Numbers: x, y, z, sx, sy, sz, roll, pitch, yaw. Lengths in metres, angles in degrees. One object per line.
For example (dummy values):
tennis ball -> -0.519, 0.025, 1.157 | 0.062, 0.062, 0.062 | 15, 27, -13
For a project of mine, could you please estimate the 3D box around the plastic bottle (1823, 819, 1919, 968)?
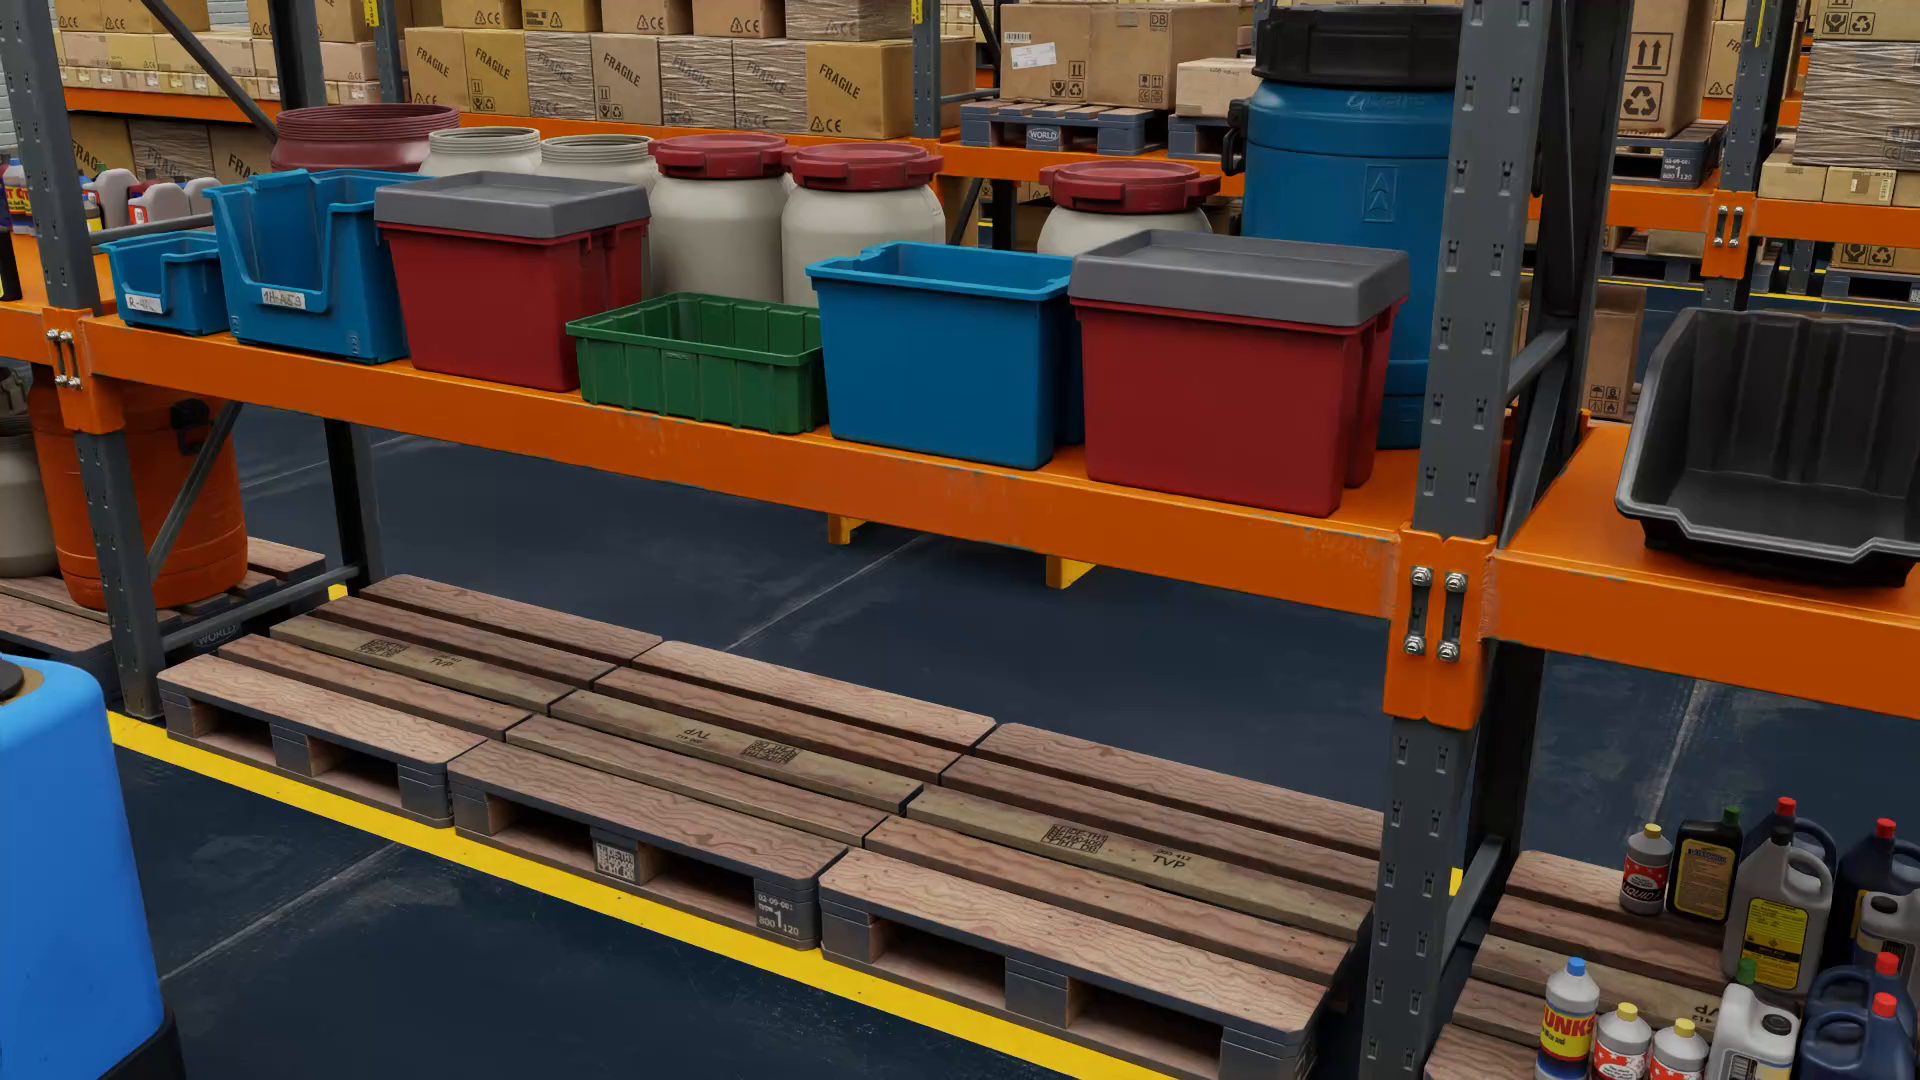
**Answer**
plastic bottle -> 1.991, 0.769, 3.585 | 0.185, 0.351, 0.144 | 10, 22, 25

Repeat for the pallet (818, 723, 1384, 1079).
pallet -> 0.416, 0.869, 4.159 | 1.213, 0.211, 1.003 | 11, 23, 27

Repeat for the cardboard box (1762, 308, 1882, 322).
cardboard box -> 3.866, -0.741, 7.559 | 0.500, 0.500, 0.500 | 10, 22, 26

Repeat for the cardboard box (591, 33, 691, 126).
cardboard box -> -1.839, -2.772, 9.963 | 0.500, 0.500, 0.500 | 11, 23, 28

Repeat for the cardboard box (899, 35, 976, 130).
cardboard box -> -0.247, -2.671, 9.683 | 0.500, 0.500, 0.500 | 12, 23, 29

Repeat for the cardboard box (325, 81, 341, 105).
cardboard box -> -4.099, -3.005, 11.120 | 0.250, 0.149, 0.380 | 11, 23, 28

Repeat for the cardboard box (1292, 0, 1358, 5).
cardboard box -> 2.938, -4.361, 12.877 | 0.500, 0.500, 0.700 | 11, 23, 27

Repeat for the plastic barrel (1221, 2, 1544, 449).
plastic barrel -> 0.931, -0.713, 3.696 | 0.708, 0.901, 0.600 | 11, 23, 27

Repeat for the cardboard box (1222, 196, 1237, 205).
cardboard box -> 2.058, -3.138, 14.167 | 0.500, 0.500, 0.500 | 10, 22, 25

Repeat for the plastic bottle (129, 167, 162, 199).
plastic bottle -> -2.856, -1.169, 5.861 | 0.133, 0.283, 0.061 | 11, 23, 27

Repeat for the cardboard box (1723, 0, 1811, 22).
cardboard box -> 5.607, -3.855, 11.480 | 0.500, 0.500, 0.700 | 10, 22, 26

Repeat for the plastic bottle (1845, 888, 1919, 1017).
plastic bottle -> 1.941, 0.853, 3.465 | 0.135, 0.276, 0.152 | 11, 23, 27

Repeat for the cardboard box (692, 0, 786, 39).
cardboard box -> -1.154, -3.216, 9.715 | 0.637, 0.503, 0.797 | 11, 23, 29

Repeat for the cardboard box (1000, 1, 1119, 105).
cardboard box -> 0.535, -2.629, 8.951 | 0.500, 0.500, 0.500 | 8, 21, 21

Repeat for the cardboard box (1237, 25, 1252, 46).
cardboard box -> 2.259, -4.136, 13.620 | 0.250, 0.149, 0.380 | 10, 22, 27

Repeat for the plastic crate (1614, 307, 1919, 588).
plastic crate -> 1.516, -0.168, 3.022 | 0.504, 0.338, 0.767 | 11, 23, 27

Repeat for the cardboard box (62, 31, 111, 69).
cardboard box -> -6.196, -3.617, 12.222 | 0.500, 0.250, 0.500 | 10, 22, 27

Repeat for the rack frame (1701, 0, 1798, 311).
rack frame -> 3.536, -1.797, 7.420 | 0.127, 3.000, 1.000 | 11, 23, 27

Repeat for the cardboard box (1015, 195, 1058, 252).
cardboard box -> 0.644, -1.744, 9.195 | 0.500, 0.250, 0.500 | 12, 23, 29

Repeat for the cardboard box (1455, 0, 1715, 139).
cardboard box -> 2.911, -2.450, 7.725 | 1.000, 1.000, 1.000 | 11, 23, 28

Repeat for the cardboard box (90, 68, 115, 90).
cardboard box -> -6.114, -3.389, 12.179 | 0.250, 0.149, 0.380 | 10, 22, 26

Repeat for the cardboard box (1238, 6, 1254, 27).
cardboard box -> 2.227, -4.281, 13.585 | 0.250, 0.149, 0.380 | 12, 23, 30

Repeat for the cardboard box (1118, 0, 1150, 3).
cardboard box -> 1.453, -4.312, 13.234 | 0.250, 0.149, 0.380 | 12, 23, 29

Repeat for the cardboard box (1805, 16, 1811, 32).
cardboard box -> 7.785, -4.830, 15.534 | 0.250, 0.149, 0.380 | 11, 23, 28

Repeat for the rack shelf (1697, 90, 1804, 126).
rack shelf -> 4.297, -3.251, 12.484 | 4.000, 0.370, 1.077 | 11, 23, 27

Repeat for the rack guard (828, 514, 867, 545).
rack guard -> -0.368, -0.188, 7.016 | 0.087, 0.250, 0.587 | 11, 23, 27

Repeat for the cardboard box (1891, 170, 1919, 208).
cardboard box -> 4.021, -1.475, 6.900 | 0.250, 0.149, 0.380 | 11, 23, 27

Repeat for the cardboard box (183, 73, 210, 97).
cardboard box -> -5.218, -3.219, 11.708 | 0.250, 0.149, 0.380 | 11, 23, 28

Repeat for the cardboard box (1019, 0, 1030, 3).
cardboard box -> 0.545, -4.485, 13.711 | 0.250, 0.149, 0.380 | 12, 23, 29

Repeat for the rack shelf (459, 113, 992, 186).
rack shelf -> -1.702, -2.457, 10.294 | 4.000, 0.370, 1.077 | 11, 23, 27

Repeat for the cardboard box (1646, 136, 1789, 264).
cardboard box -> 5.458, -2.473, 11.967 | 0.750, 0.750, 1.050 | 11, 23, 27

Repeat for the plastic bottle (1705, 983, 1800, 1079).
plastic bottle -> 1.481, 0.980, 3.113 | 0.135, 0.276, 0.152 | 12, 23, 29

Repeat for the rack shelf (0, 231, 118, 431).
rack shelf -> -4.117, -0.982, 6.229 | 4.000, 0.370, 1.077 | 11, 23, 27

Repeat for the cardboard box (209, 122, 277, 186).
cardboard box -> -4.771, -2.609, 12.159 | 0.875, 0.875, 0.875 | 11, 23, 27

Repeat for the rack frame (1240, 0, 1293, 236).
rack frame -> 2.551, -3.922, 13.278 | 0.127, 3.000, 1.000 | 11, 23, 27

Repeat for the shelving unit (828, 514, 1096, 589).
shelving unit -> 0.067, -0.692, 6.574 | 1.083, 1.500, 0.587 | 11, 23, 27

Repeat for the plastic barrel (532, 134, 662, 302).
plastic barrel -> -1.001, -0.863, 4.681 | 0.421, 0.512, 0.421 | 0, 20, 0

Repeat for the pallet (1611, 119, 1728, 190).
pallet -> 2.940, -1.877, 7.923 | 1.213, 0.211, 1.003 | 11, 23, 27

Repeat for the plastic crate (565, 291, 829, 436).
plastic crate -> -0.537, -0.428, 3.958 | 0.662, 0.188, 0.450 | 11, 23, 27

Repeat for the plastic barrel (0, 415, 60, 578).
plastic barrel -> -3.343, -0.159, 5.938 | 0.421, 0.512, 0.421 | 0, 20, 0

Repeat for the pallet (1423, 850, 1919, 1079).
pallet -> 1.687, 1.112, 3.489 | 1.213, 0.211, 1.003 | 11, 23, 27

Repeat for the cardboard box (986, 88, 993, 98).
cardboard box -> 0.889, -5.207, 19.962 | 0.875, 0.438, 0.875 | 10, 22, 27

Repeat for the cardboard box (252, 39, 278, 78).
cardboard box -> -4.414, -3.277, 11.285 | 0.500, 0.250, 0.500 | 12, 23, 29

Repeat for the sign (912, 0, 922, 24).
sign -> -0.224, -2.841, 8.600 | 0.005, 0.325, 0.100 | 11, 23, 27

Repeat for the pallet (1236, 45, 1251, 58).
pallet -> 1.877, -3.919, 13.550 | 1.003, 0.211, 1.213 | 11, 23, 27

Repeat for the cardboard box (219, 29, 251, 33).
cardboard box -> -5.044, -3.606, 12.191 | 0.500, 0.250, 0.500 | 11, 23, 27

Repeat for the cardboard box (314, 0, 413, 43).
cardboard box -> -3.980, -3.546, 10.926 | 0.500, 0.500, 0.500 | 12, 23, 29

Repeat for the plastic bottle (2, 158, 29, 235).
plastic bottle -> -3.486, -1.277, 6.174 | 0.097, 0.271, 0.097 | 0, 20, 0

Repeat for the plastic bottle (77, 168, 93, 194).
plastic bottle -> -3.113, -1.182, 5.913 | 0.097, 0.271, 0.097 | 0, 20, 0

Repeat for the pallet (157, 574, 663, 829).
pallet -> -1.714, 0.464, 5.278 | 1.213, 0.211, 1.003 | 11, 23, 27
